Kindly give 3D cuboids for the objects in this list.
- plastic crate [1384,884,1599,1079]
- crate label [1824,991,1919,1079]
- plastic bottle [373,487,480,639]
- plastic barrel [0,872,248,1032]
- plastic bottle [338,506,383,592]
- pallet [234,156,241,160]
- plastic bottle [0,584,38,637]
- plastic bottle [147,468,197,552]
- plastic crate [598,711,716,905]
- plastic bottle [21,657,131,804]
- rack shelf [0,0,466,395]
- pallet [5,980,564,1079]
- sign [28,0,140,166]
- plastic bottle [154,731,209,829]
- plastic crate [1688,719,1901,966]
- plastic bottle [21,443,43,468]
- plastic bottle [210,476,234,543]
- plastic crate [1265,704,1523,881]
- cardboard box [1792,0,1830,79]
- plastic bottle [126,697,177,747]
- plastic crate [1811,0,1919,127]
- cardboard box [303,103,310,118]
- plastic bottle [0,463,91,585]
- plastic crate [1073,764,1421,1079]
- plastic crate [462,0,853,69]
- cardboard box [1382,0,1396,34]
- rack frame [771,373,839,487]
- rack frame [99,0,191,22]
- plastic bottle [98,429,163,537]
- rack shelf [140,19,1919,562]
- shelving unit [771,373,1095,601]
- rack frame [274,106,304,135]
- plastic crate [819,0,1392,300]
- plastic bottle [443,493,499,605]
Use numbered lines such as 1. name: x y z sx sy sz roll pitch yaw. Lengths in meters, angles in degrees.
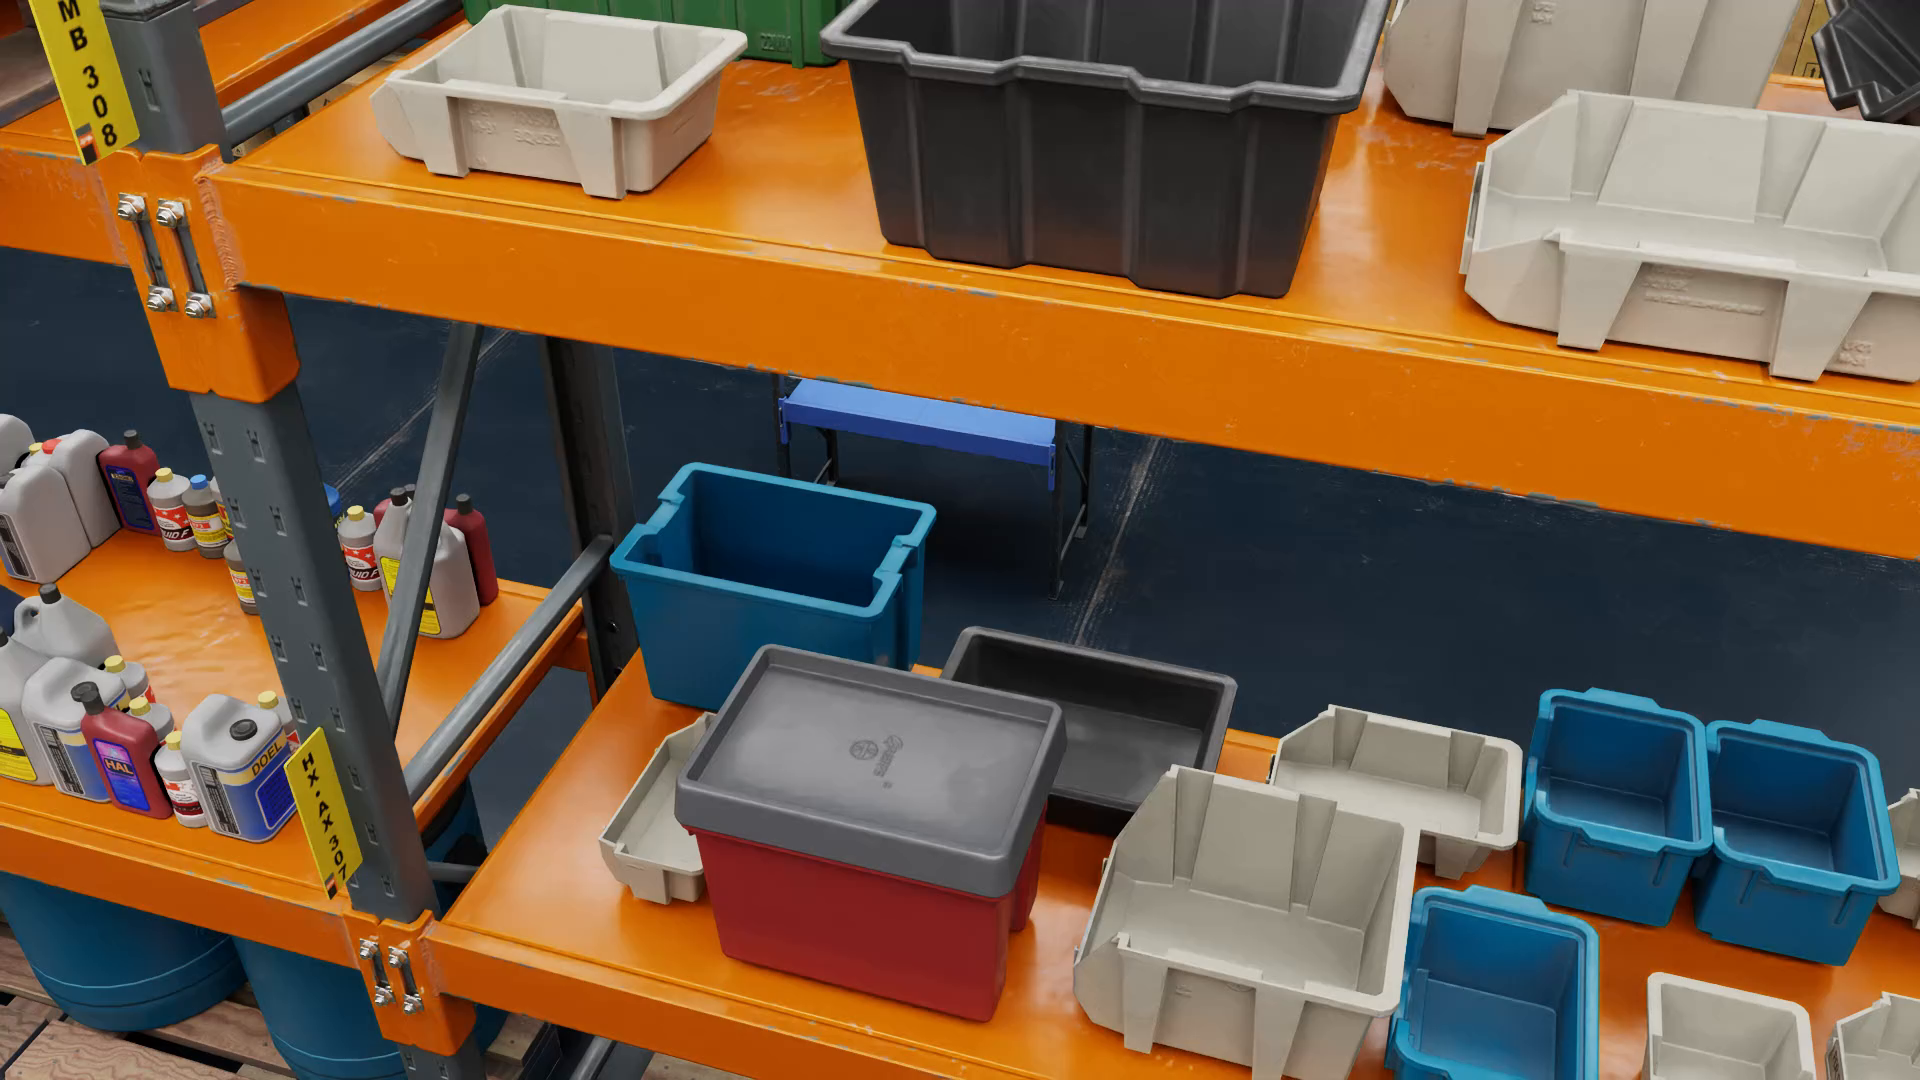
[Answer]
1. plastic crate: 0.861 0.804 2.717 0.300 0.233 0.416 10 38 14
2. crate label: 1.520 0.925 2.635 0.243 0.136 0.396 10 38 14
3. plastic bottle: -1.199 0.039 3.708 0.185 0.351 0.144 10 38 14
4. plastic barrel: -2.111 0.717 4.161 0.708 0.901 0.600 10 38 14
5. plastic bottle: -1.386 0.012 3.871 0.097 0.201 0.097 0 36 0
6. pallet: -4.032 -2.281 9.172 1.213 0.211 1.003 10 38 14
7. plastic bottle: -2.029 0.200 3.489 0.185 0.351 0.144 10 38 14
8. plastic bottle: -1.886 -0.080 3.996 0.097 0.201 0.097 0 36 0
9. plastic crate: -0.519 0.517 3.189 0.243 0.136 0.396 10 38 14
10. plastic bottle: -1.742 0.371 3.321 0.135 0.276 0.152 10 38 14
11. rack shelf: -2.830 -1.000 3.154 4.000 0.370 1.077 10 38 14
12. pallet: -1.645 1.235 4.394 1.213 0.211 1.003 10 38 14
13. sign: -1.086 -0.629 2.036 0.005 0.325 0.100 10 38 14
14. plastic bottle: -1.512 0.460 3.262 0.097 0.201 0.097 0 36 0
15. plastic crate: 1.503 0.560 3.050 0.300 0.233 0.416 10 38 14
16. plastic bottle: -2.235 -0.145 4.084 0.097 0.201 0.097 0 36 0
17. plastic bottle: -1.701 -0.074 3.929 0.097 0.271 0.097 0 36 0
18. plastic crate: 0.831 0.492 3.223 0.466 0.136 0.293 10 38 14
19. cardboard box: 3.373 -1.878 6.187 0.500 0.500 0.500 11 38 14
20. plastic bottle: -1.621 0.402 3.341 0.097 0.201 0.097 0 36 0
21. plastic crate: 1.521 -0.630 2.097 0.767 0.338 0.504 10 38 14
22. cardboard box: -3.670 -2.557 9.160 0.500 0.250 0.500 10 38 14
23. plastic bottle: -2.178 -0.053 3.896 0.135 0.276 0.152 10 38 14
24. plastic crate: 0.482 0.670 2.859 0.530 0.282 0.437 10 38 14
25. plastic crate: -0.426 -0.947 2.654 0.662 0.188 0.450 10 38 14
26. cardboard box: 1.932 -2.148 6.553 0.500 0.500 0.500 10 38 14
27. rack frame: -0.567 -0.709 5.948 0.032 1.500 0.500 10 38 14
28. rack frame: -0.921 -2.144 1.572 0.127 3.000 1.000 10 38 14
29. plastic bottle: -1.991 -0.144 4.014 0.133 0.283 0.061 10 38 14
30. rack shelf: 0.988 -0.293 2.194 4.000 0.370 1.077 10 38 14
31. shelving unit: -0.081 -0.619 5.826 1.048 1.500 0.538 10 38 14
32. rack frame: -3.258 -3.237 8.117 0.127 3.000 1.000 10 38 14
33. plastic crate: 0.183 -0.509 1.990 0.590 0.269 0.497 10 38 14
34. plastic bottle: -1.143 0.013 3.801 0.133 0.283 0.061 10 38 14
